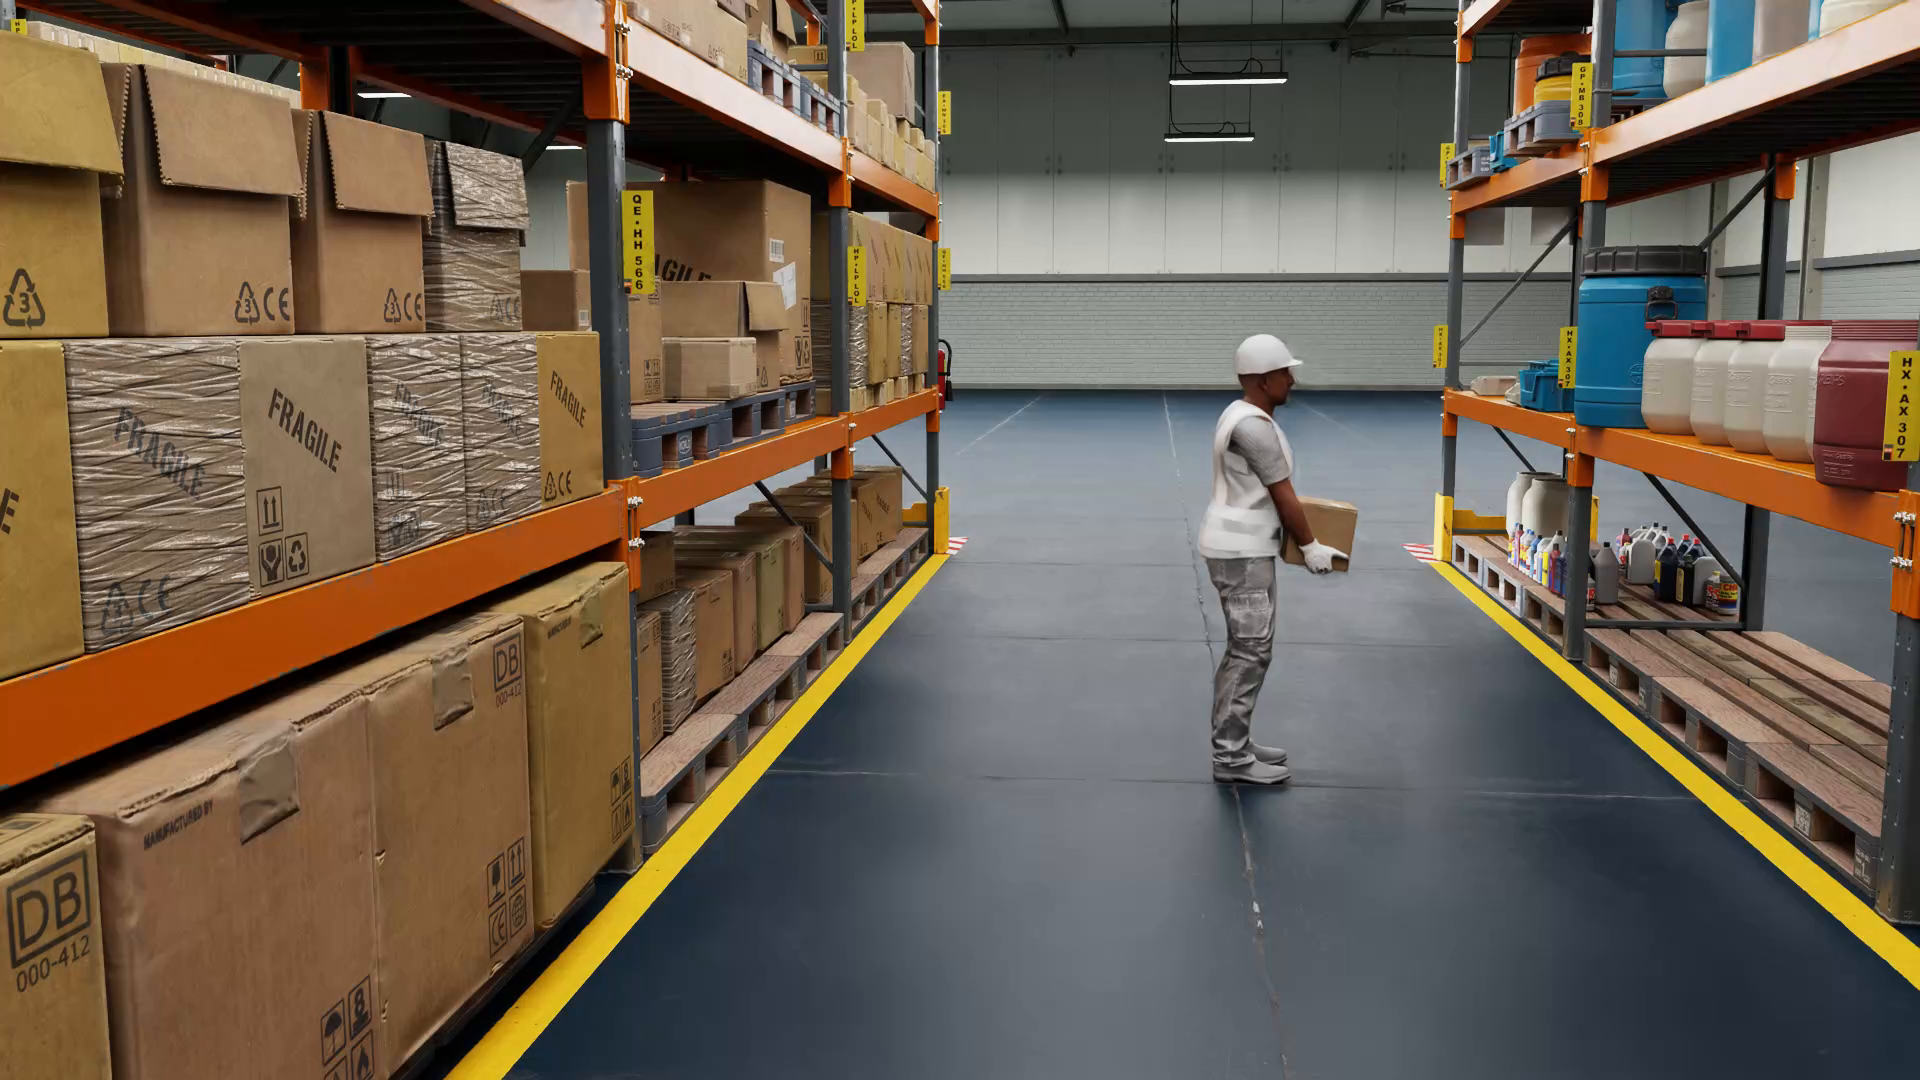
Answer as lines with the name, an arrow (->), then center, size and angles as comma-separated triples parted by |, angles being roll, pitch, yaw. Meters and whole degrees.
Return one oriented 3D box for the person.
person -> 1.253, 0.068, 6.710 | 0.587, 1.778, 0.491 | 1, 8, 5
